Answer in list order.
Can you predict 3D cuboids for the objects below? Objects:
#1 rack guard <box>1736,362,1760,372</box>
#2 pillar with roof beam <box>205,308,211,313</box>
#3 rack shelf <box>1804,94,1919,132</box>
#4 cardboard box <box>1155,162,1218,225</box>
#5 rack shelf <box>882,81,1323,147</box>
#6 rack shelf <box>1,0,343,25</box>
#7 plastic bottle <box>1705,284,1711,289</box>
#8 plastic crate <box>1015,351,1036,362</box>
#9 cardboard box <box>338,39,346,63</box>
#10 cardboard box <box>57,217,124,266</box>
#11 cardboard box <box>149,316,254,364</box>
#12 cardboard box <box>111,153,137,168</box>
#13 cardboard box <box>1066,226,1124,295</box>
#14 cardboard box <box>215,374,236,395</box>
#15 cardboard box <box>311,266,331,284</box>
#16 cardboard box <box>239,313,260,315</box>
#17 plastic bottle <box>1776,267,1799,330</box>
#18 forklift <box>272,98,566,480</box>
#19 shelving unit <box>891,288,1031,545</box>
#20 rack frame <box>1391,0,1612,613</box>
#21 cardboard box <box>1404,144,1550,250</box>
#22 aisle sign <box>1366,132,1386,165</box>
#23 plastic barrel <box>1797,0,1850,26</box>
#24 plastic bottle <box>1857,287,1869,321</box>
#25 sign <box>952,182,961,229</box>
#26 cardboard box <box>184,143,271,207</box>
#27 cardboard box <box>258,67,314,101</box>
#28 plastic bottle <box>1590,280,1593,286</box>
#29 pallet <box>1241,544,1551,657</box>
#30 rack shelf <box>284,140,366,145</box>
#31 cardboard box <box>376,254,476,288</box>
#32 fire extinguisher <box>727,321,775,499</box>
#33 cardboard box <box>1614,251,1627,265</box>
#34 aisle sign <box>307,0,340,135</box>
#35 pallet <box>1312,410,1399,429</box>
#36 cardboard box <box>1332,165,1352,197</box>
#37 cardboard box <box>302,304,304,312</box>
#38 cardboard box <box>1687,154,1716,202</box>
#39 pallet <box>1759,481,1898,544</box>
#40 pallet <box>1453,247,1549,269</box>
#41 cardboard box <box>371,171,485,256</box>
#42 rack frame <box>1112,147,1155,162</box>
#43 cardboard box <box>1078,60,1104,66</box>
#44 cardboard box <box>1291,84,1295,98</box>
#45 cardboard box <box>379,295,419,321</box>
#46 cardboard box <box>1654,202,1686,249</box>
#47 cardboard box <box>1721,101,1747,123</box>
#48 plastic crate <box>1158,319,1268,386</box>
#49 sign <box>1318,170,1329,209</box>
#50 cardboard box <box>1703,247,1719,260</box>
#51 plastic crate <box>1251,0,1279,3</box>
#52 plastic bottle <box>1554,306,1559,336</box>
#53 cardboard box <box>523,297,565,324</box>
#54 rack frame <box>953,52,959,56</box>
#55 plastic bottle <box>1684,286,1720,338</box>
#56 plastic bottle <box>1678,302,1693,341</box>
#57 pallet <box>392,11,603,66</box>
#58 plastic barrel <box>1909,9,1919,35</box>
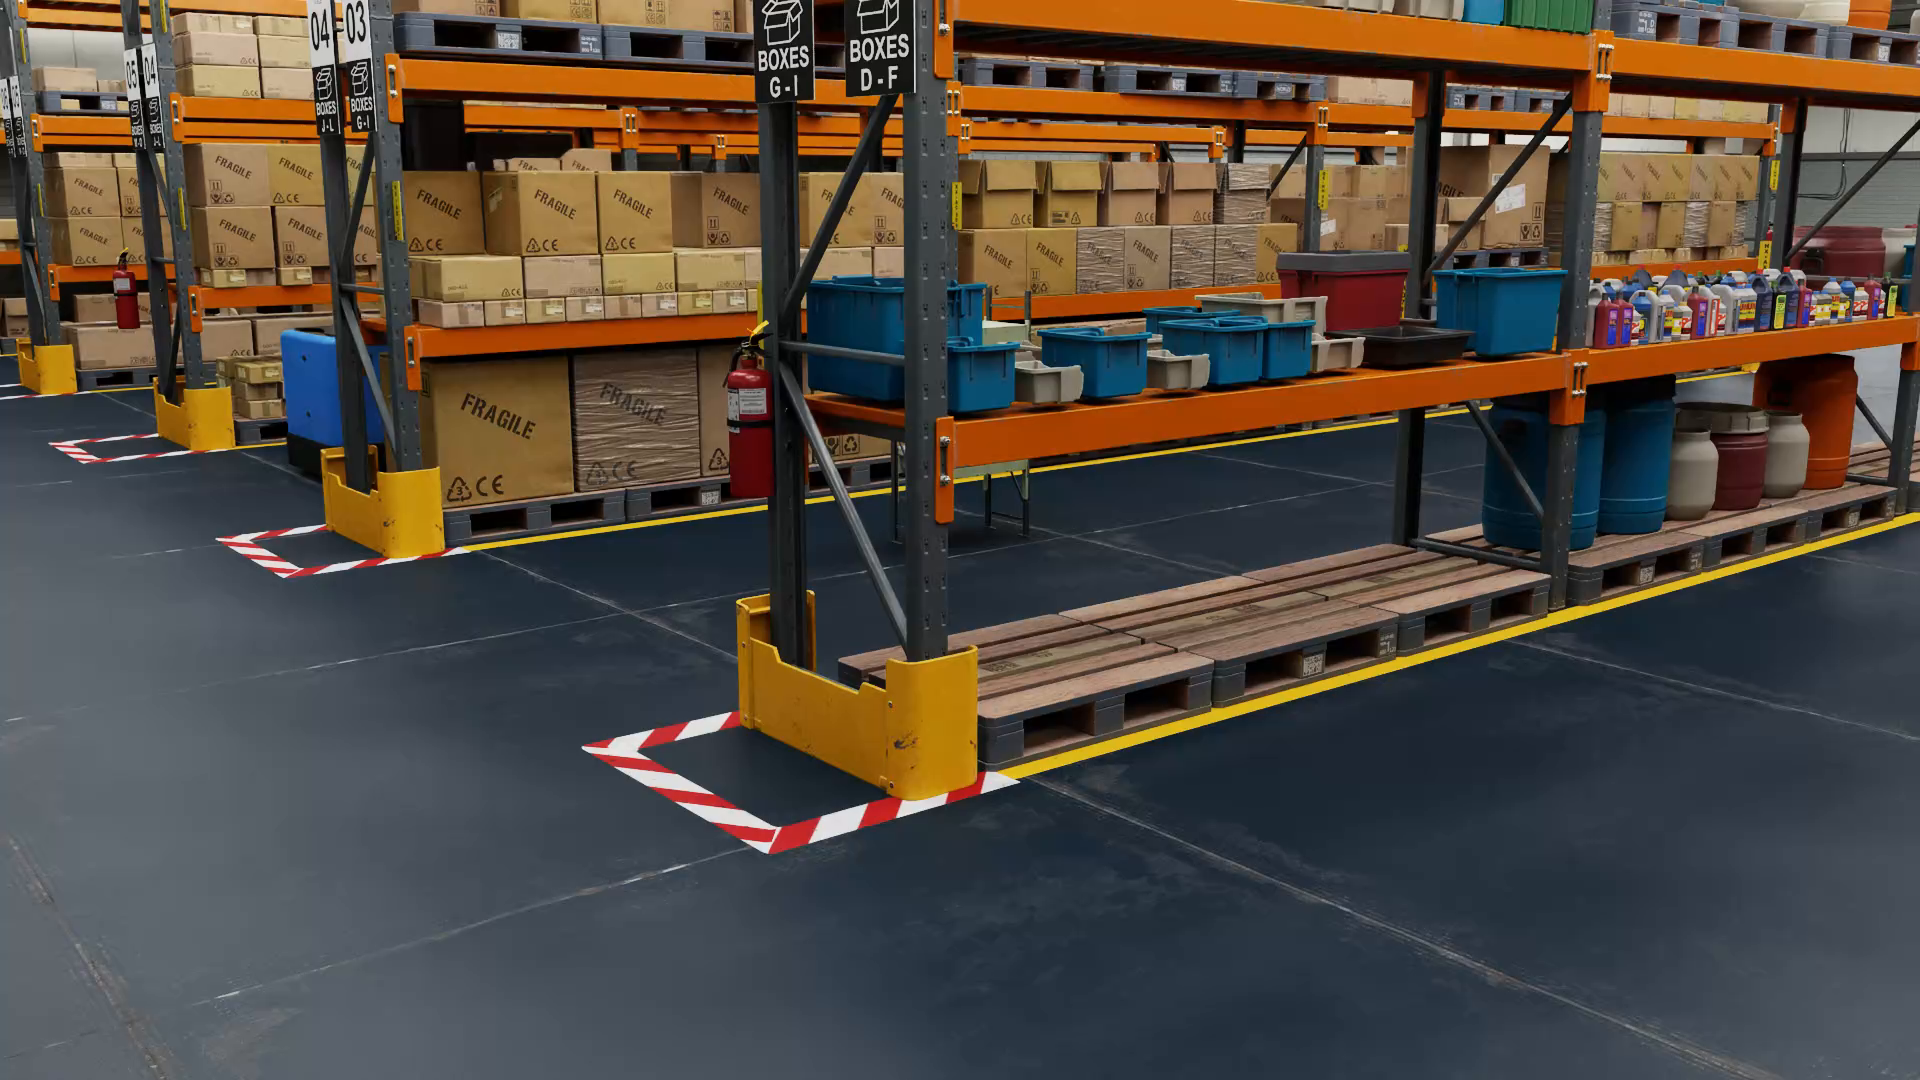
[{"bbox_3d":[8.940,-2.317,19.835,0.348,0.500,1.175,-9,15,-38],"label":"rack guard"},{"bbox_3d":[-8.083,-6.696,19.999,0.400,9.000,9.100,-9,15,-38],"label":"pillar with roof beam"},{"bbox_3d":[7.408,-3.083,11.935,4.000,0.370,1.077,-9,15,-38],"label":"rack shelf"},{"bbox_3d":[1.661,-2.874,13.788,0.637,0.503,0.797,-9,15,-36],"label":"cardboard box"},{"bbox_3d":[1.191,-3.367,13.274,4.000,0.370,1.077,-9,15,-38],"label":"rack shelf"},{"bbox_3d":[-8.123,-5.727,18.129,4.000,0.370,1.077,-9,15,-38],"label":"rack shelf"},{"bbox_3d":[4.734,-1.519,10.539,0.097,0.201,0.097,0,12,0],"label":"plastic bottle"},{"bbox_3d":[0.124,-0.705,6.719,0.243,0.136,0.396,-9,15,-38],"label":"plastic crate"},{"bbox_3d":[-5.200,-4.075,14.036,0.500,0.250,0.500,-9,15,-37],"label":"cardboard box"},{"bbox_3d":[-9.131,-3.145,17.478,0.500,0.500,0.500,-10,15,-38],"label":"cardboard box"},{"bbox_3d":[-8.523,-2.255,18.682,0.875,0.438,0.875,-9,15,-36],"label":"cardboard box"},{"bbox_3d":[-8.800,-3.998,17.524,0.250,0.149,0.380,-9,15,-36],"label":"cardboard box"},{"bbox_3d":[0.928,-2.190,12.982,0.500,0.500,0.500,-10,15,-39],"label":"cardboard box"},{"bbox_3d":[-6.280,-1.362,14.457,0.250,0.149,0.380,-10,16,-39],"label":"cardboard box"},{"bbox_3d":[-5.523,-2.279,14.242,0.250,0.149,0.380,-9,15,-35],"label":"cardboard box"},{"bbox_3d":[-9.917,-3.095,23.335,0.250,0.149,0.380,-10,16,-39],"label":"cardboard box"},{"bbox_3d":[4.755,-1.400,9.618,0.185,0.351,0.144,-9,15,-38],"label":"plastic bottle"},{"bbox_3d":[-3.633,-2.057,12.761,3.031,2.935,1.130,-10,16,-39],"label":"forklift"},{"bbox_3d":[0.005,-0.735,9.977,0.755,1.500,0.431,-9,15,-38],"label":"shelving unit"},{"bbox_3d":[2.723,-1.189,8.506,0.127,3.000,1.000,-9,15,-38],"label":"rack frame"},{"bbox_3d":[5.168,-3.449,16.693,1.000,1.000,1.000,-9,15,-37],"label":"cardboard box"},{"bbox_3d":[5.848,-5.696,23.475,0.004,0.787,0.394,-9,15,-38],"label":"aisle sign"},{"bbox_3d":[5.101,-3.150,9.842,0.301,0.262,0.301,0,12,0],"label":"plastic barrel"},{"bbox_3d":[5.516,-1.447,10.200,0.097,0.201,0.097,0,12,0],"label":"plastic bottle"},{"bbox_3d":[-0.023,-2.365,11.768,0.005,0.325,0.100,-9,15,-38],"label":"sign"},{"bbox_3d":[-5.998,-2.989,13.621,0.500,0.500,0.500,-10,15,-38],"label":"cardboard box"},{"bbox_3d":[-5.590,-3.769,13.796,0.500,0.250,0.500,-9,15,-36],"label":"cardboard box"},{"bbox_3d":[3.613,-1.362,9.620,0.135,0.276,0.152,-9,15,-38],"label":"plastic bottle"},{"bbox_3d":[2.173,0.277,8.316,1.213,0.211,1.003,-9,15,-38],"label":"pallet"},{"bbox_3d":[-8.104,-5.779,24.633,4.000,0.370,1.077,-9,15,-38],"label":"rack shelf"},{"bbox_3d":[-3.282,-1.651,10.328,0.500,0.250,0.500,-10,15,-39],"label":"cardboard box"},{"bbox_3d":[-0.802,-0.504,6.363,0.183,0.674,0.296,-9,15,-38],"label":"fire extinguisher"},{"bbox_3d":[6.802,-2.988,17.582,0.250,0.149,0.380,-9,15,-38],"label":"cardboard box"},{"bbox_3d":[-3.738,-2.784,9.760,0.004,0.787,0.394,-9,15,-38],"label":"aisle sign"},{"bbox_3d":[3.364,-1.248,15.499,1.213,0.211,1.003,-9,15,-38],"label":"pallet"},{"bbox_3d":[4.772,-4.790,22.502,0.550,0.550,0.875,-9,15,-38],"label":"cardboard box"},{"bbox_3d":[-9.467,-3.498,24.390,0.500,0.500,0.500,-10,15,-38],"label":"cardboard box"},{"bbox_3d":[7.945,-3.991,18.338,0.500,0.500,0.500,-9,15,-38],"label":"cardboard box"},{"bbox_3d":[5.257,-0.235,10.726,1.213,0.211,1.003,-9,15,-38],"label":"pallet"},{"bbox_3d":[5.188,-2.861,16.842,1.213,0.211,1.003,-9,15,-38],"label":"pallet"},{"bbox_3d":[-3.278,-2.018,10.250,0.500,0.500,0.500,-9,15,-37],"label":"cardboard box"},{"bbox_3d":[2.809,-5.157,27.191,0.127,3.000,1.000,-9,15,-38],"label":"rack frame"},{"bbox_3d":[0.886,-3.711,12.755,0.250,0.149,0.380,-10,16,-40],"label":"cardboard box"},{"bbox_3d":[2.971,-4.007,14.915,0.500,0.250,0.500,-9,15,-38],"label":"cardboard box"},{"bbox_3d":[-3.422,-1.450,10.340,0.250,0.149,0.380,-9,15,-37],"label":"cardboard box"},{"bbox_3d":[7.422,-3.472,18.299,0.500,0.500,0.875,-9,15,-38],"label":"cardboard box"},{"bbox_3d":[8.394,-4.774,18.530,0.500,0.250,0.500,-9,15,-37],"label":"cardboard box"},{"bbox_3d":[1.026,-0.767,6.777,0.300,0.233,0.416,-9,15,-38],"label":"plastic crate"},{"bbox_3d":[3.102,-2.988,14.191,0.005,0.325,0.100,-9,15,-38],"label":"sign"},{"bbox_3d":[8.342,-3.253,18.831,0.250,0.149,0.380,-9,15,-38],"label":"cardboard box"},{"bbox_3d":[0.965,-2.260,6.480,0.767,0.338,0.504,-9,15,-38],"label":"plastic crate"},{"bbox_3d":[3.327,-1.314,9.212,0.185,0.351,0.144,-9,15,-38],"label":"plastic bottle"},{"bbox_3d":[-2.612,-1.410,10.150,0.250,0.149,0.380,-10,16,-39],"label":"cardboard box"},{"bbox_3d":[-0.371,-4.927,11.666,0.127,3.000,1.000,-9,15,-38],"label":"rack frame"},{"bbox_3d":[4.046,-1.247,9.076,0.135,0.276,0.152,-9,15,-38],"label":"plastic bottle"},{"bbox_3d":[3.868,-1.173,8.911,0.097,0.201,0.097,0,12,0],"label":"plastic bottle"},{"bbox_3d":[-2.922,-2.995,10.004,1.213,0.211,1.003,-9,15,-38],"label":"pallet"},{"bbox_3d":[6.281,-3.220,10.583,0.421,0.512,0.421,0,12,0],"label":"plastic barrel"}]
